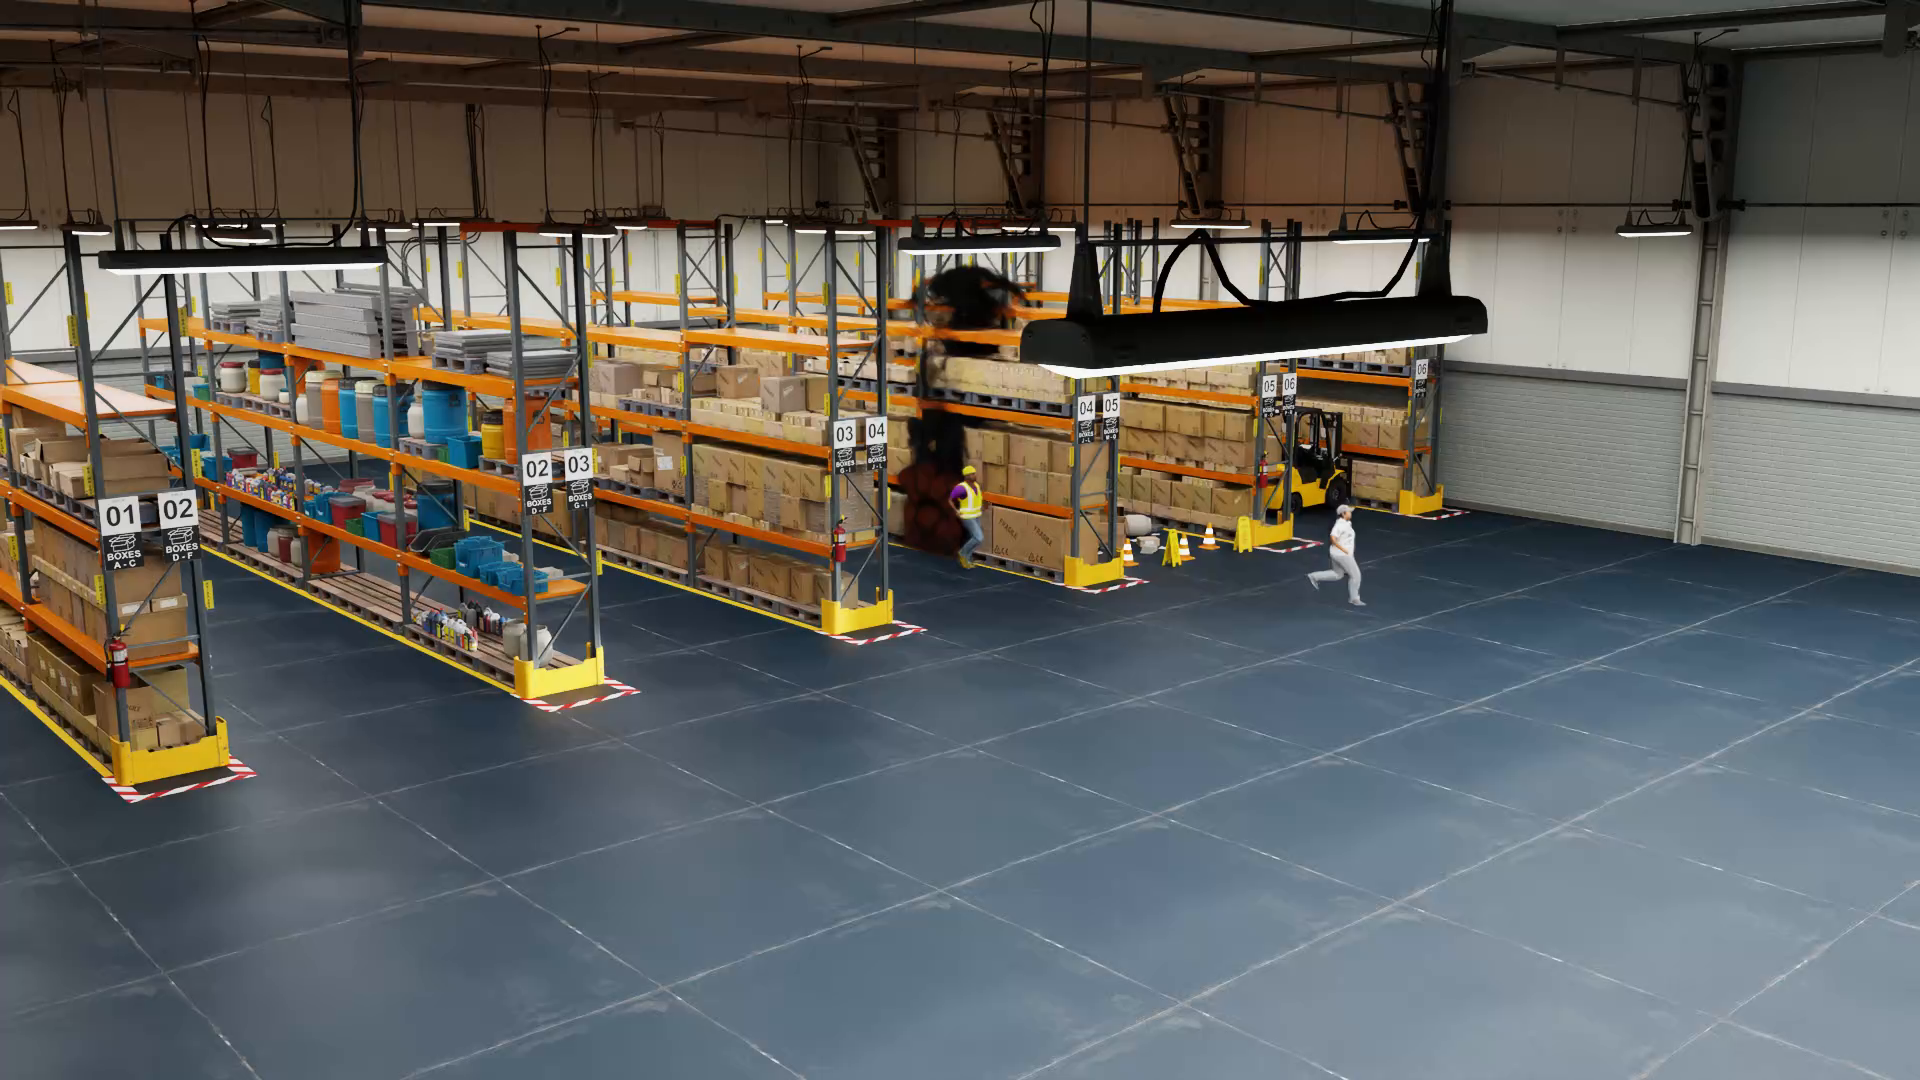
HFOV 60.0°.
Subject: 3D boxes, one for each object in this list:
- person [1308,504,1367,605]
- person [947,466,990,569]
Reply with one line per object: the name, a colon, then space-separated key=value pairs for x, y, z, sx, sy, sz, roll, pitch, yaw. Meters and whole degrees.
person: x=6.083 y=0.245 z=26.685 sx=0.942 sy=1.661 sz=0.591 roll=1 pitch=11 yaw=6
person: x=0.206 y=-0.371 z=27.850 sx=0.597 sy=1.745 sz=0.690 roll=8 pitch=14 yaw=34
